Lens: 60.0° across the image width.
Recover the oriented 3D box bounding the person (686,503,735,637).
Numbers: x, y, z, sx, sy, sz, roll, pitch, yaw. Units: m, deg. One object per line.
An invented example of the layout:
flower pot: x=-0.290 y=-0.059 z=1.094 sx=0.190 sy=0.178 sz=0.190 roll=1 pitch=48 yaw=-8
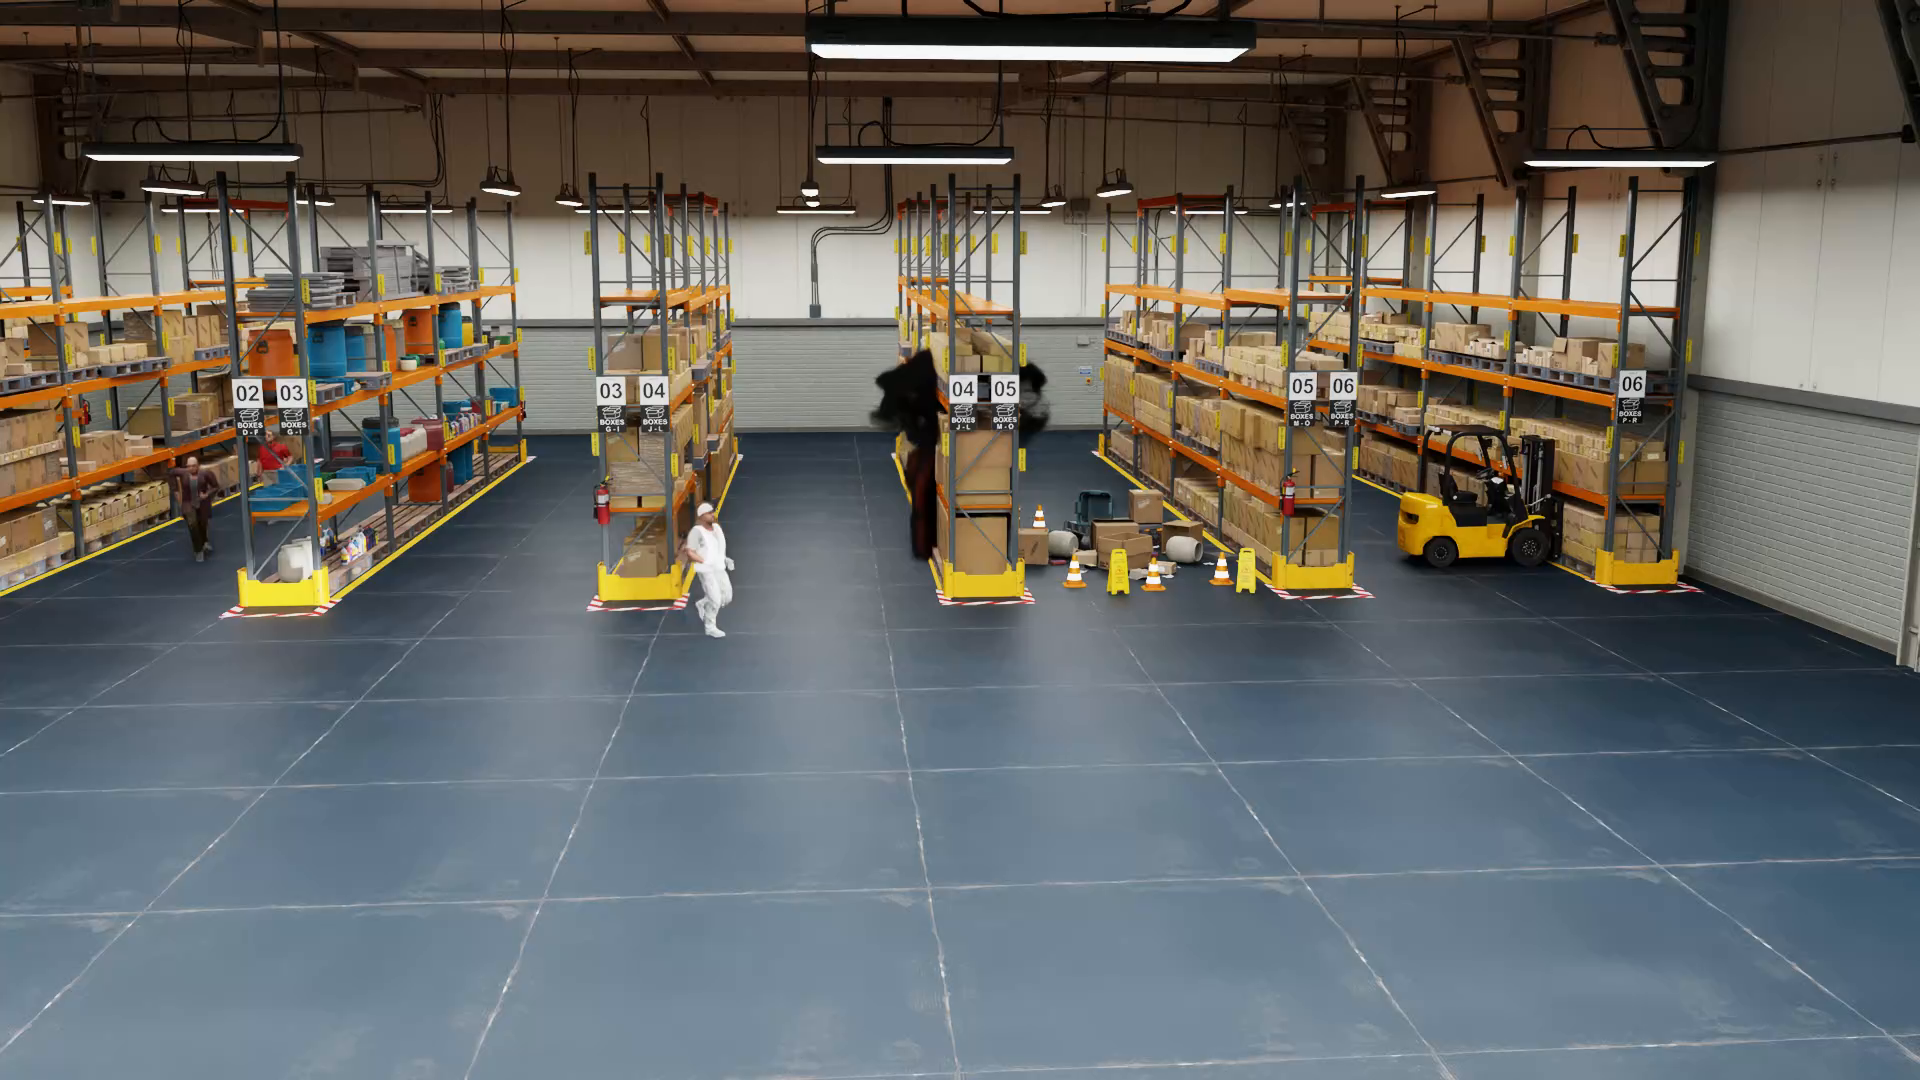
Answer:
person: x=-3.243 y=0.386 z=21.491 sx=0.606 sy=1.735 sz=0.685 roll=6 pitch=12 yaw=30

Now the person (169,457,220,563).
person: x=-12.366 y=-0.523 z=26.961 sx=0.753 sy=1.744 sz=1.055 roll=-3 pitch=11 yaw=-18

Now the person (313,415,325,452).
person: x=-15.487 y=-2.851 z=39.739 sx=0.875 sy=1.766 sz=0.730 roll=3 pitch=10 yaw=15

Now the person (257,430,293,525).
person: x=-12.554 y=-1.162 z=30.466 sx=0.658 sy=1.689 sz=0.602 roll=0 pitch=10 yaw=-1
